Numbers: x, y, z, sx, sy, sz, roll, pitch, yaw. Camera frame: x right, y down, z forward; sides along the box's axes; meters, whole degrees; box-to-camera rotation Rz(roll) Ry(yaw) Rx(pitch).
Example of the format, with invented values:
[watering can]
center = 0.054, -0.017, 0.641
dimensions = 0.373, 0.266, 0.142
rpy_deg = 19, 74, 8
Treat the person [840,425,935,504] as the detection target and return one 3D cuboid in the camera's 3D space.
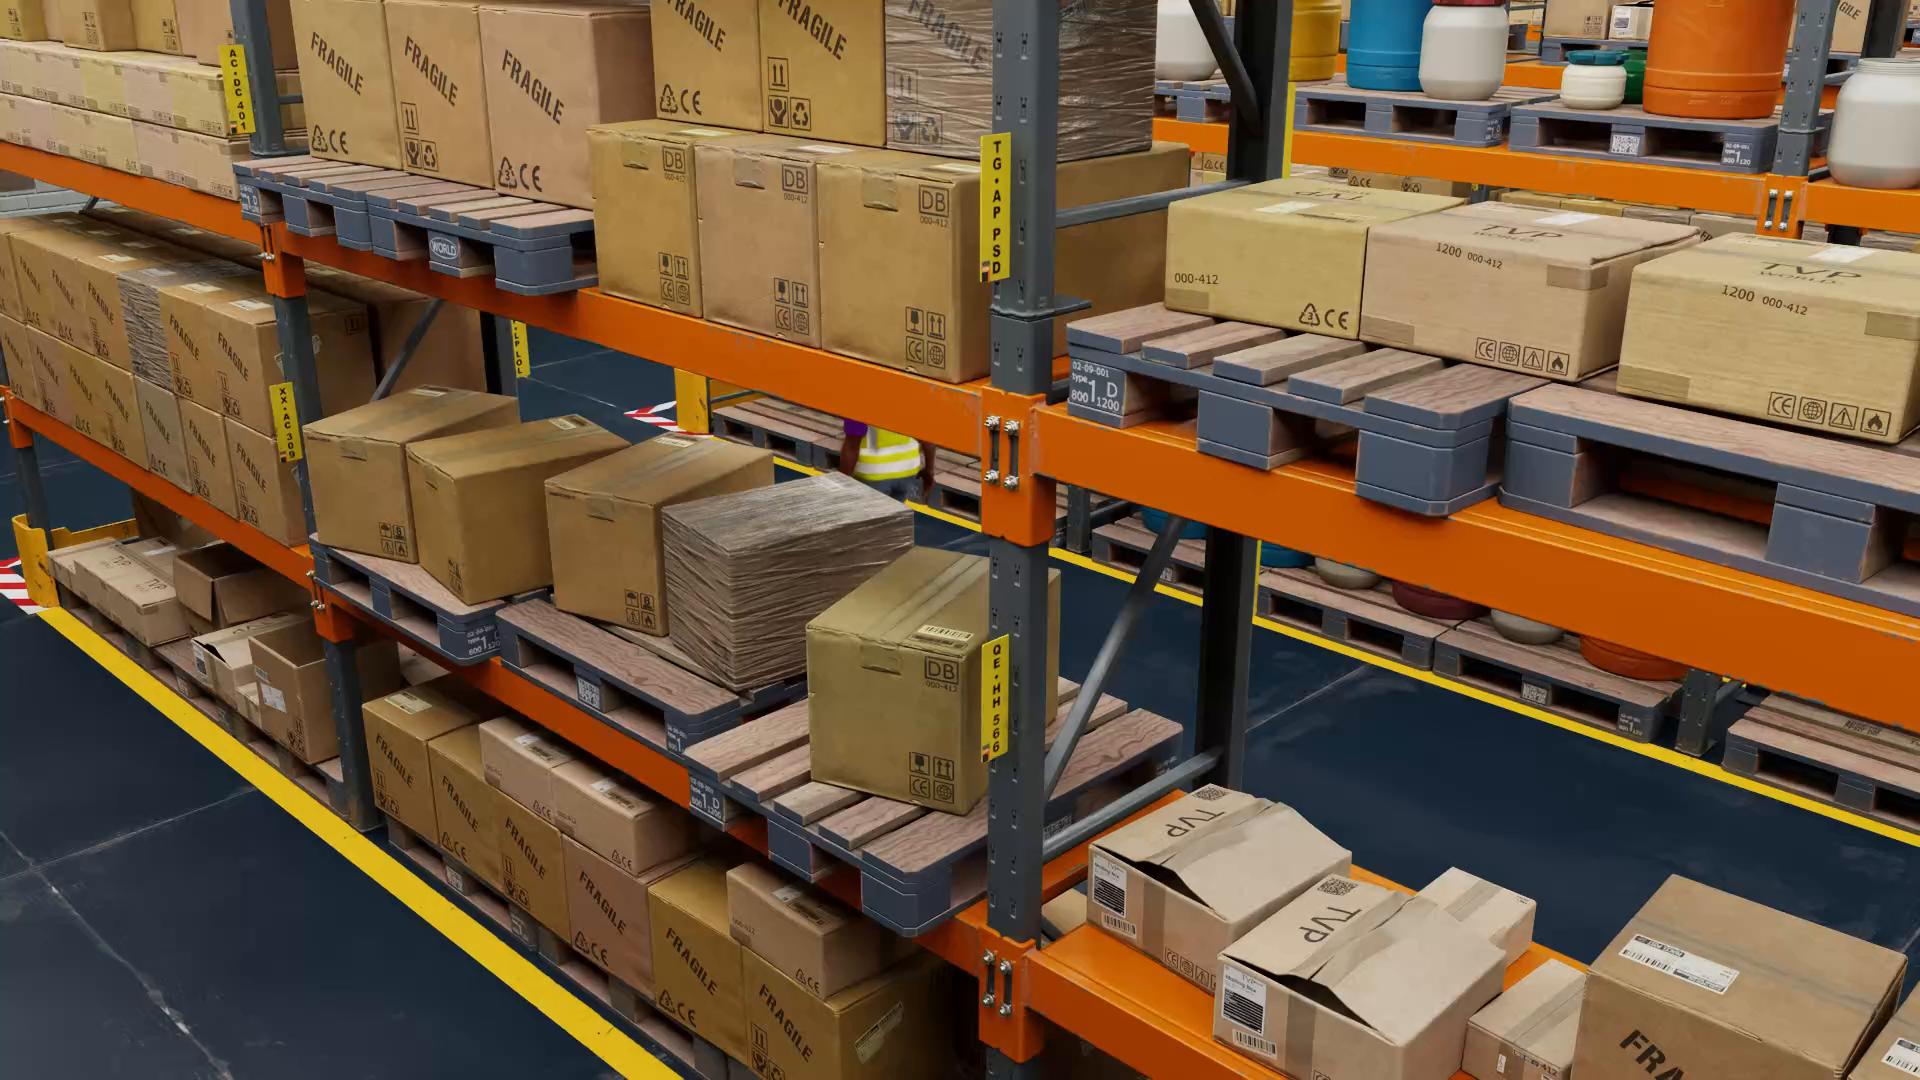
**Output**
[person]
center = 5.203, -7.417, 18.076
dimensions = 21.500, 9.000, 11.653
rpy_deg = -13, 24, -31
